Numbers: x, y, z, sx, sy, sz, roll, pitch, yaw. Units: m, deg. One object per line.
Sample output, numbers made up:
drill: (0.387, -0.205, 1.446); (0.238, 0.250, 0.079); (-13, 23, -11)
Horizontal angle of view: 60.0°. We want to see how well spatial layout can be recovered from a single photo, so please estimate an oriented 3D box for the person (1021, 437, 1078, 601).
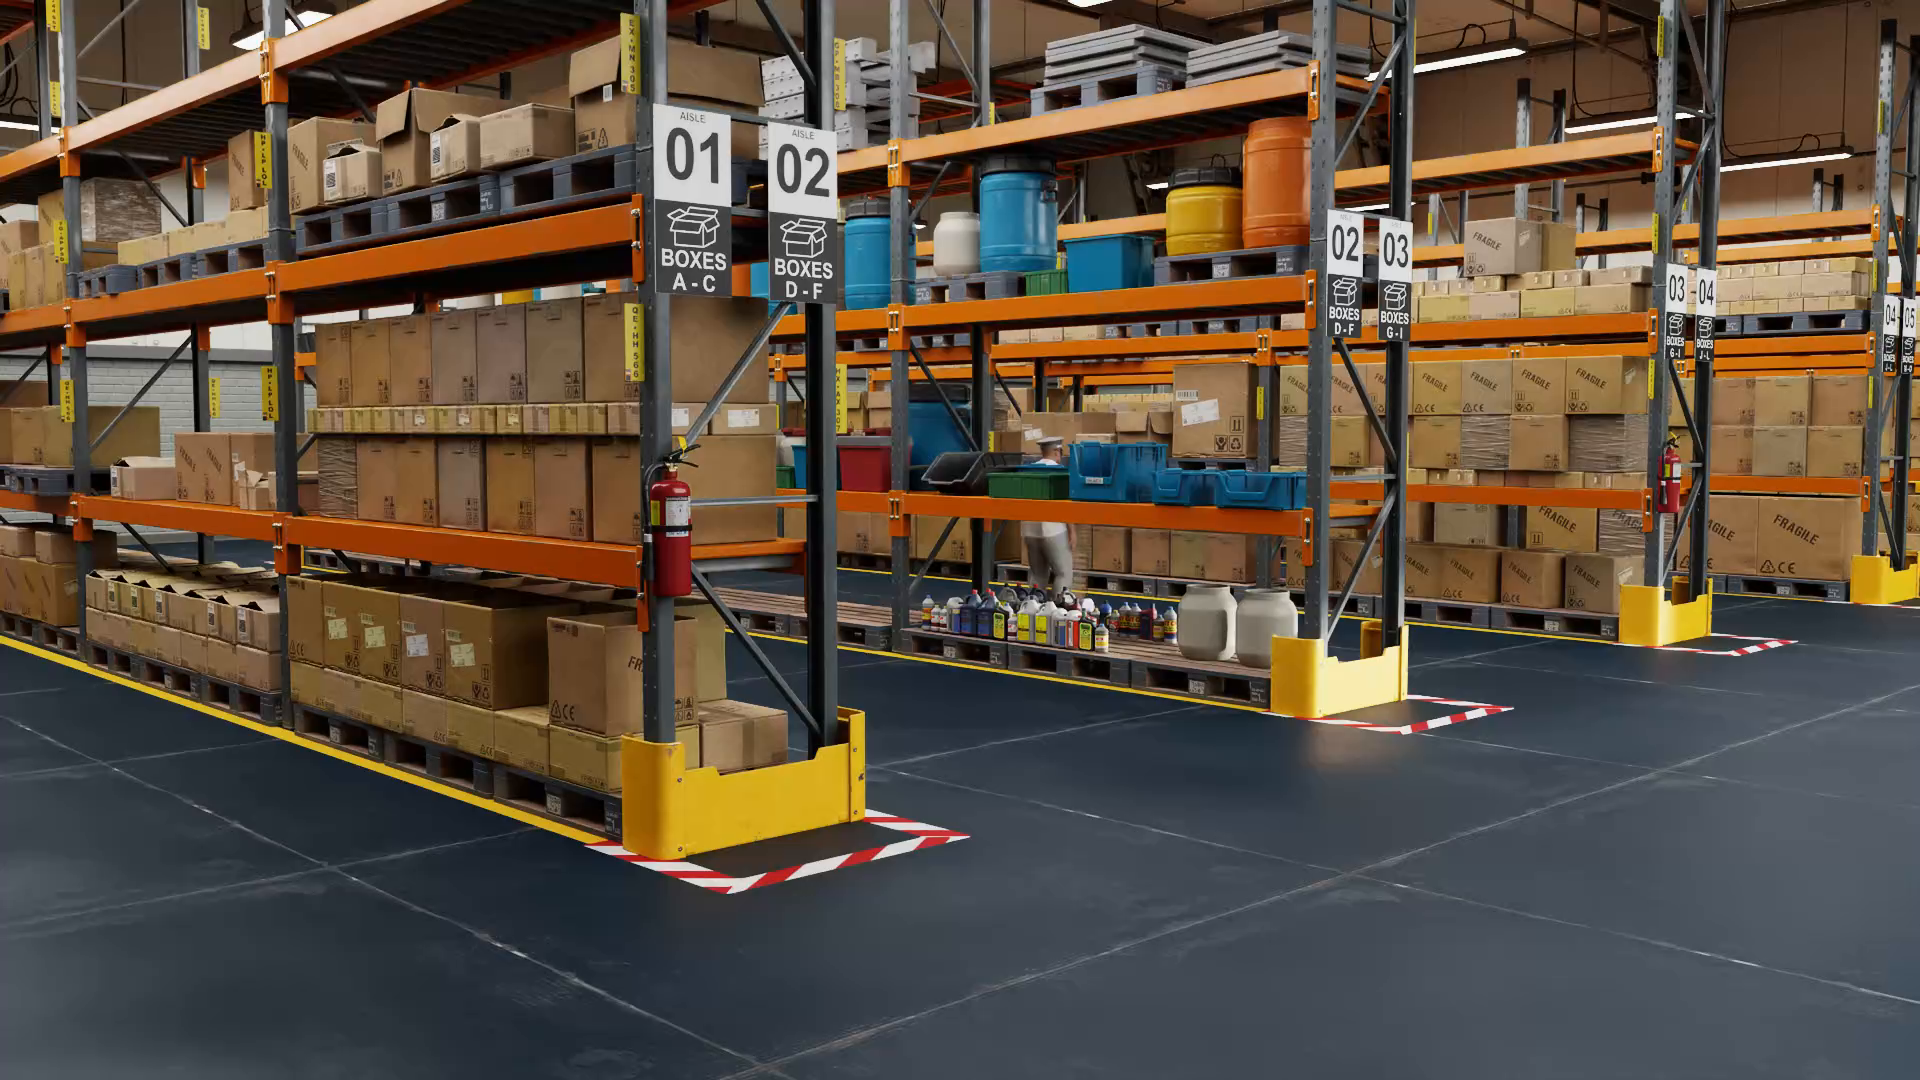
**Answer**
person: (0.794, -0.057, 15.055); (0.435, 1.748, 0.593); (-4, 5, -45)
